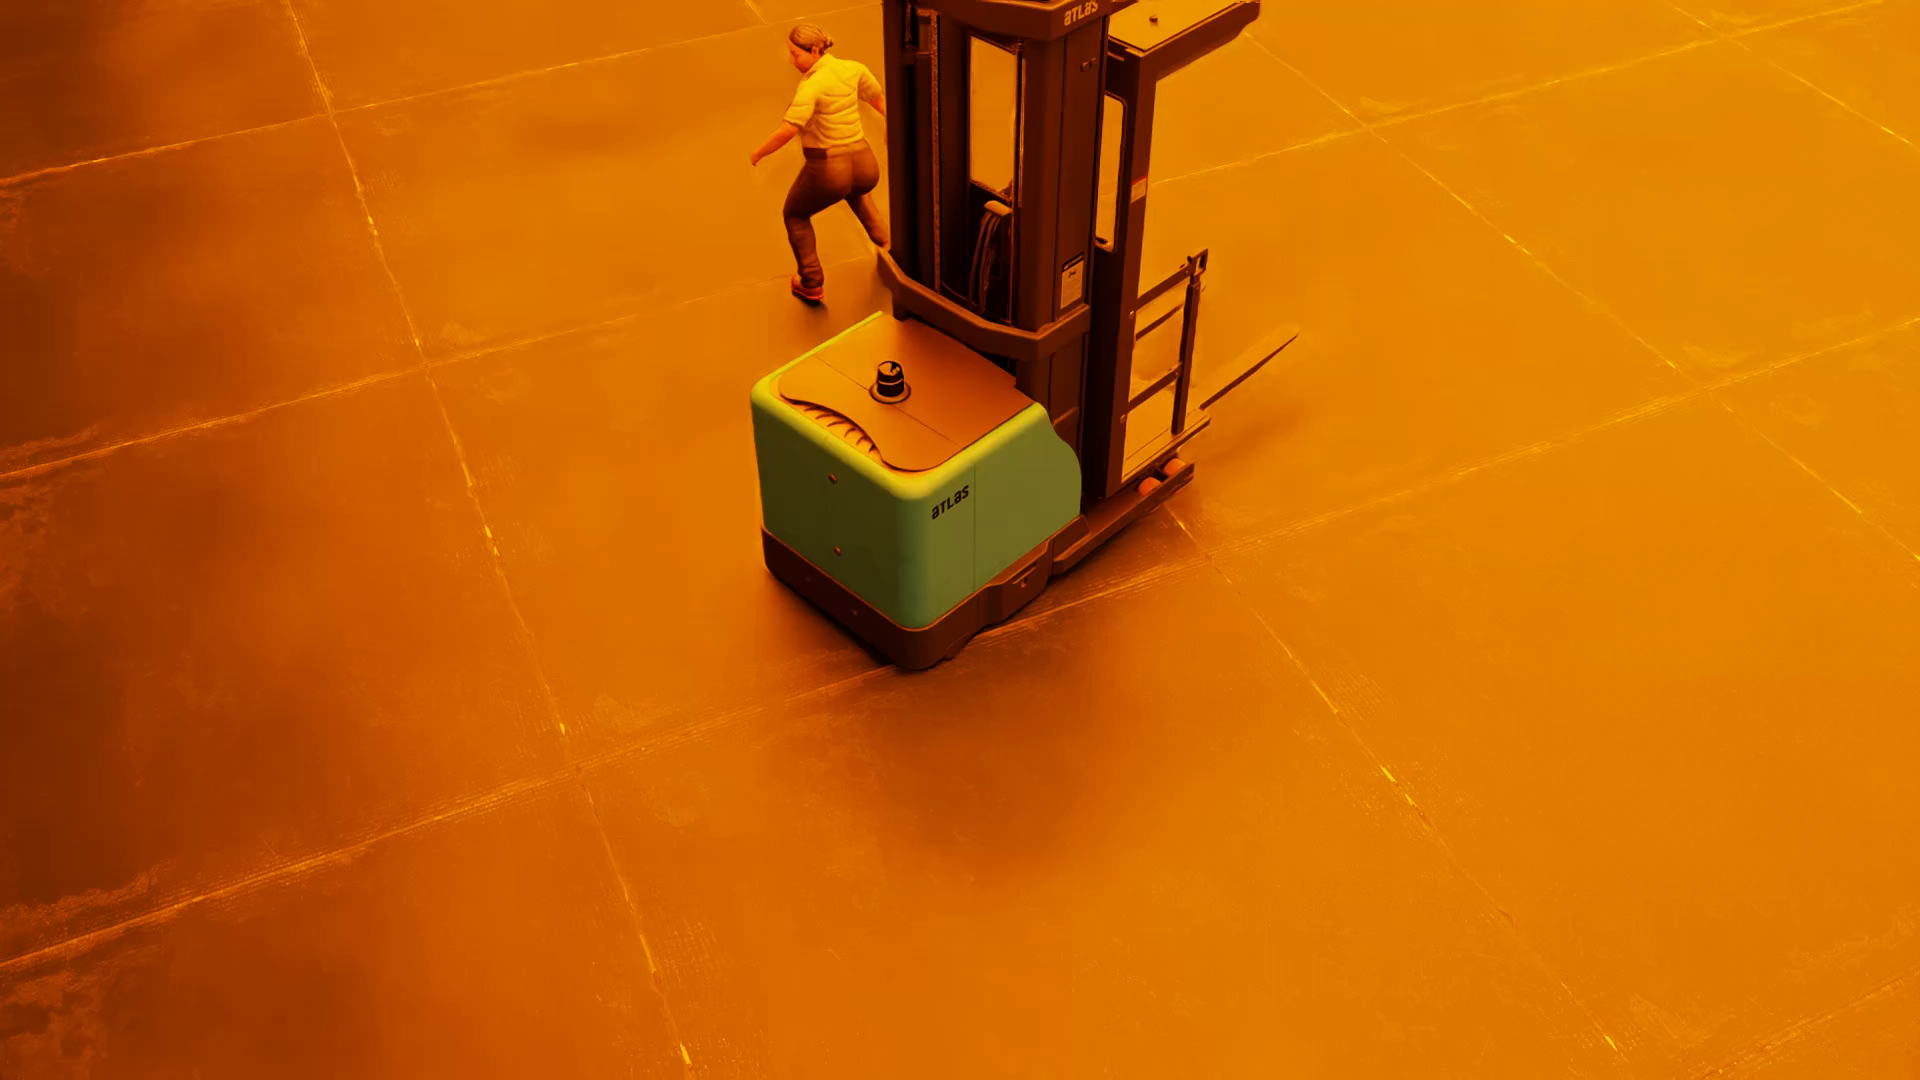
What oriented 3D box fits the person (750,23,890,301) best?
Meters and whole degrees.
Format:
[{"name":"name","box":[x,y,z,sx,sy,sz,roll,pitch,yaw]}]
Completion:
[{"name":"person","box":[-0.640,-2.039,8.988,0.922,1.534,0.483,-30,51,-28]}]

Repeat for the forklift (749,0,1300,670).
[{"name":"forklift","box":[0.486,-1.425,7.207,1.130,2.935,3.031,33,52,30]}]
